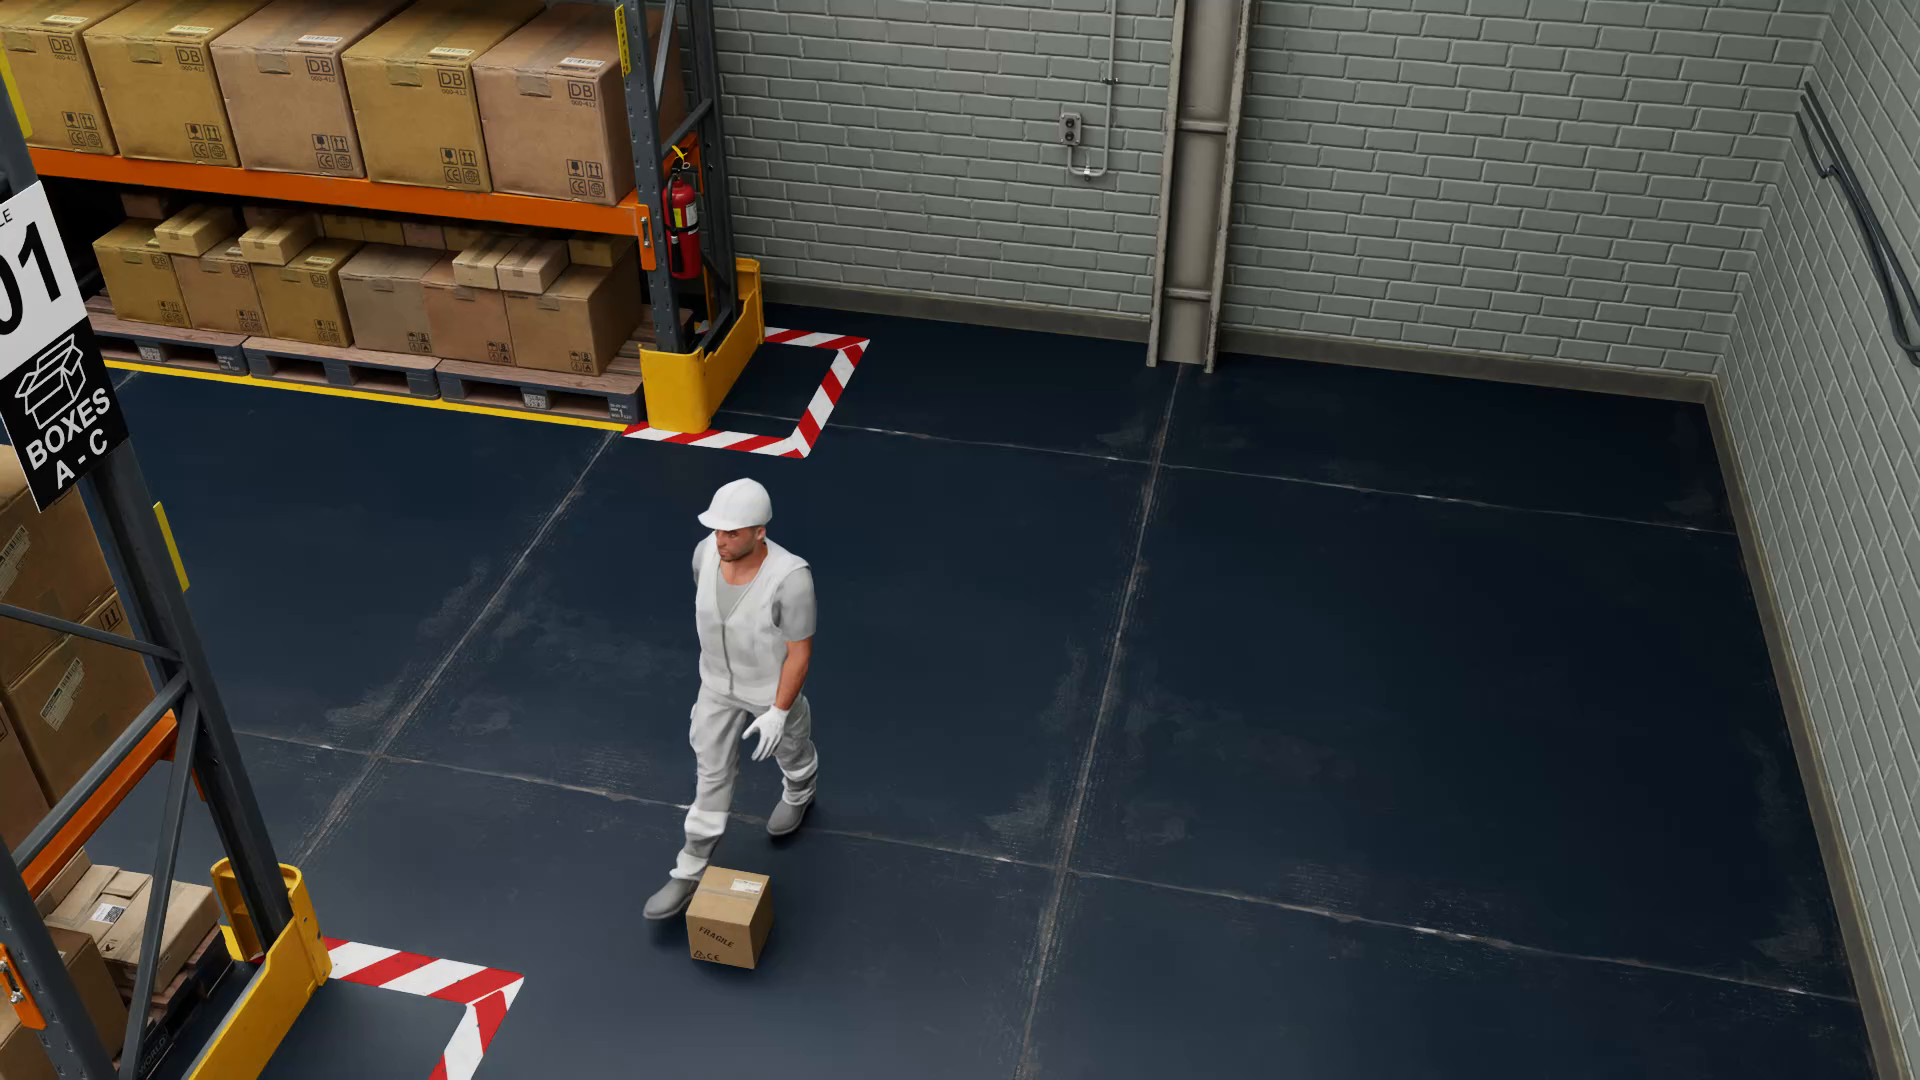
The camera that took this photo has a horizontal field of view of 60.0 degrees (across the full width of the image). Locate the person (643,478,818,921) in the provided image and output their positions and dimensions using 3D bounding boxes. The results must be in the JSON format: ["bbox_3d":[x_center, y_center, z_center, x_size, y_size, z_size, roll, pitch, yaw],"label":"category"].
[{"bbox_3d":[-0.825,0.601,6.095,0.552,1.752,0.950,14,39,18],"label":"person"}]
